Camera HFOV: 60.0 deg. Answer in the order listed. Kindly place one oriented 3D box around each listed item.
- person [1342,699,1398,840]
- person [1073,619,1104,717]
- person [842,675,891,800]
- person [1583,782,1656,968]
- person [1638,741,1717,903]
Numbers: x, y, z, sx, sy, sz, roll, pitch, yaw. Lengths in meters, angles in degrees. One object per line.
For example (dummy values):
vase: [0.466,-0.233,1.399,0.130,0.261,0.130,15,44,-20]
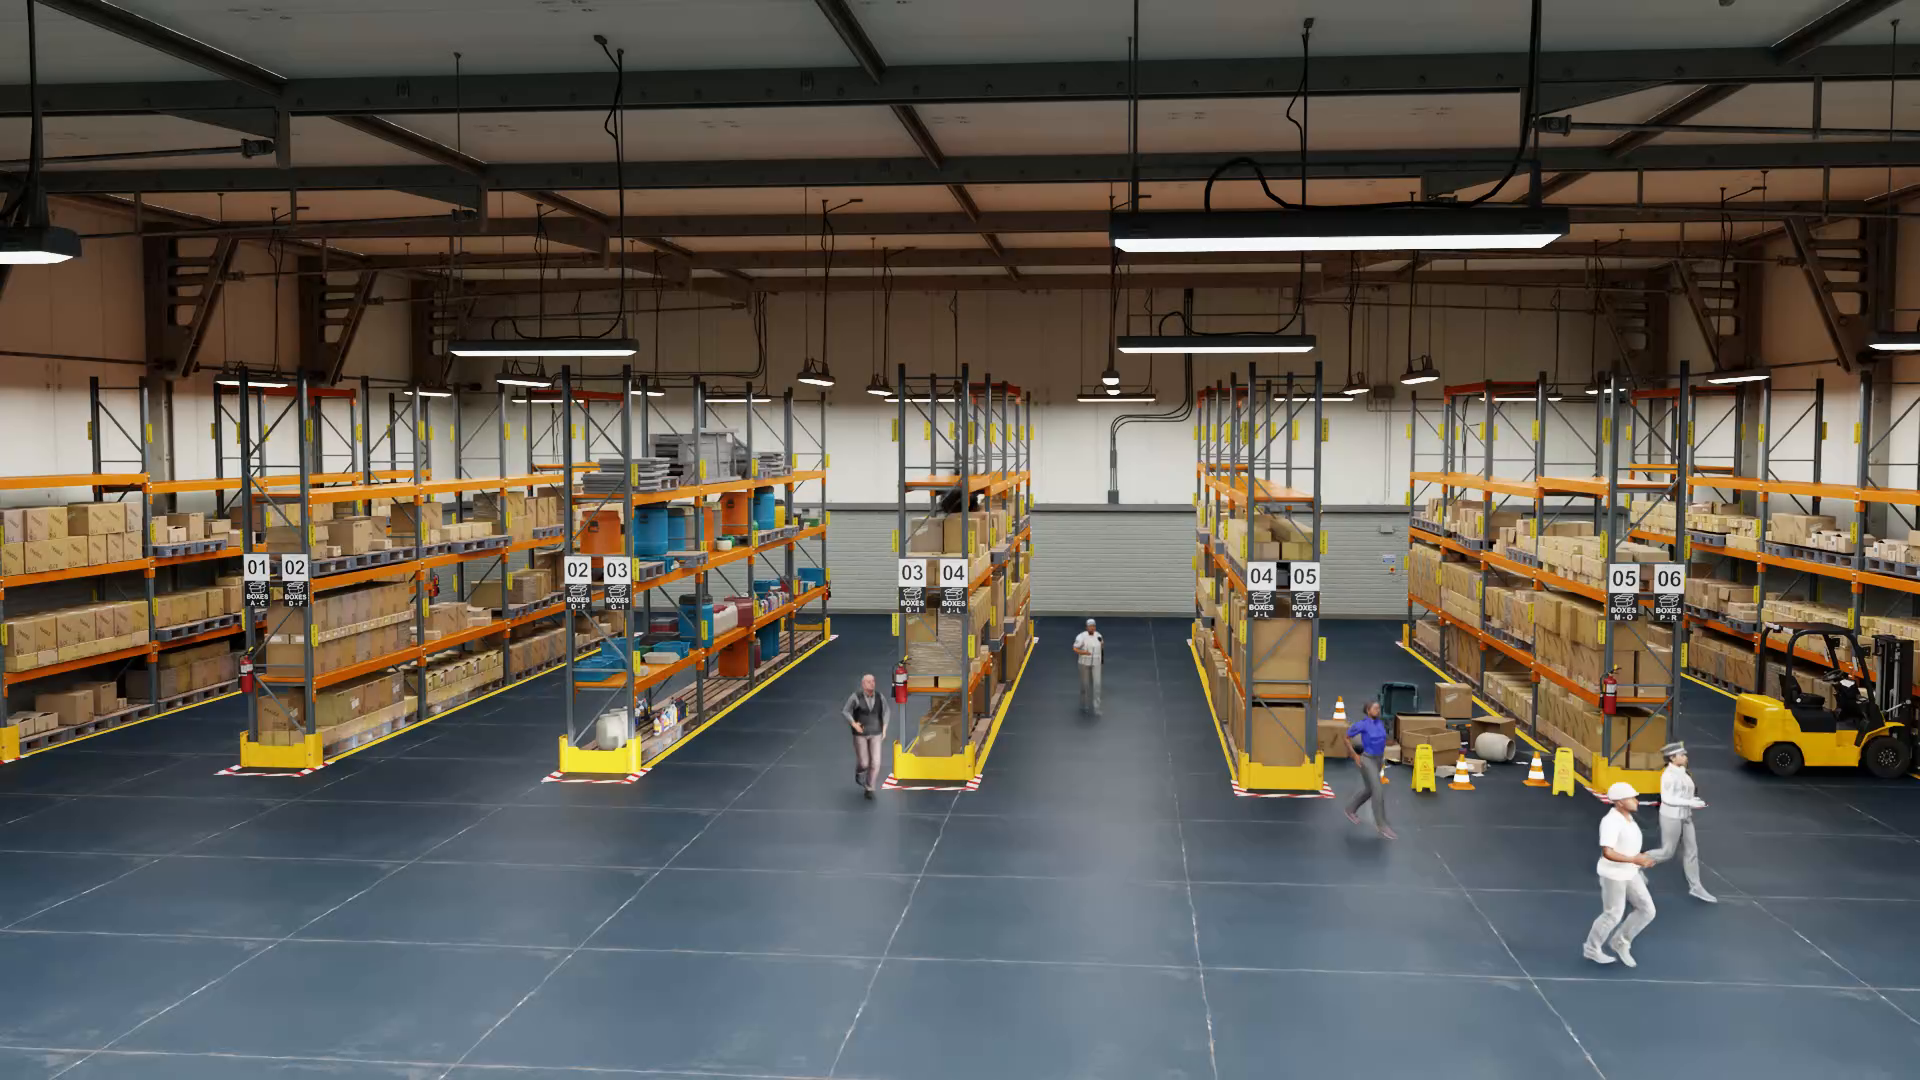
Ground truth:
person: [5.133,2.826,20.765,0.562,1.681,0.868,-3,5,-43]
person: [2.314,2.254,29.793,0.594,1.693,0.873,0,4,-6]
person: [-1.280,2.737,22.970,0.700,1.629,0.650,-1,4,-17]
person: [6.165,3.134,15.490,0.696,1.767,0.684,4,5,44]
person: [7.682,2.994,17.899,0.921,1.695,0.616,3,5,43]
